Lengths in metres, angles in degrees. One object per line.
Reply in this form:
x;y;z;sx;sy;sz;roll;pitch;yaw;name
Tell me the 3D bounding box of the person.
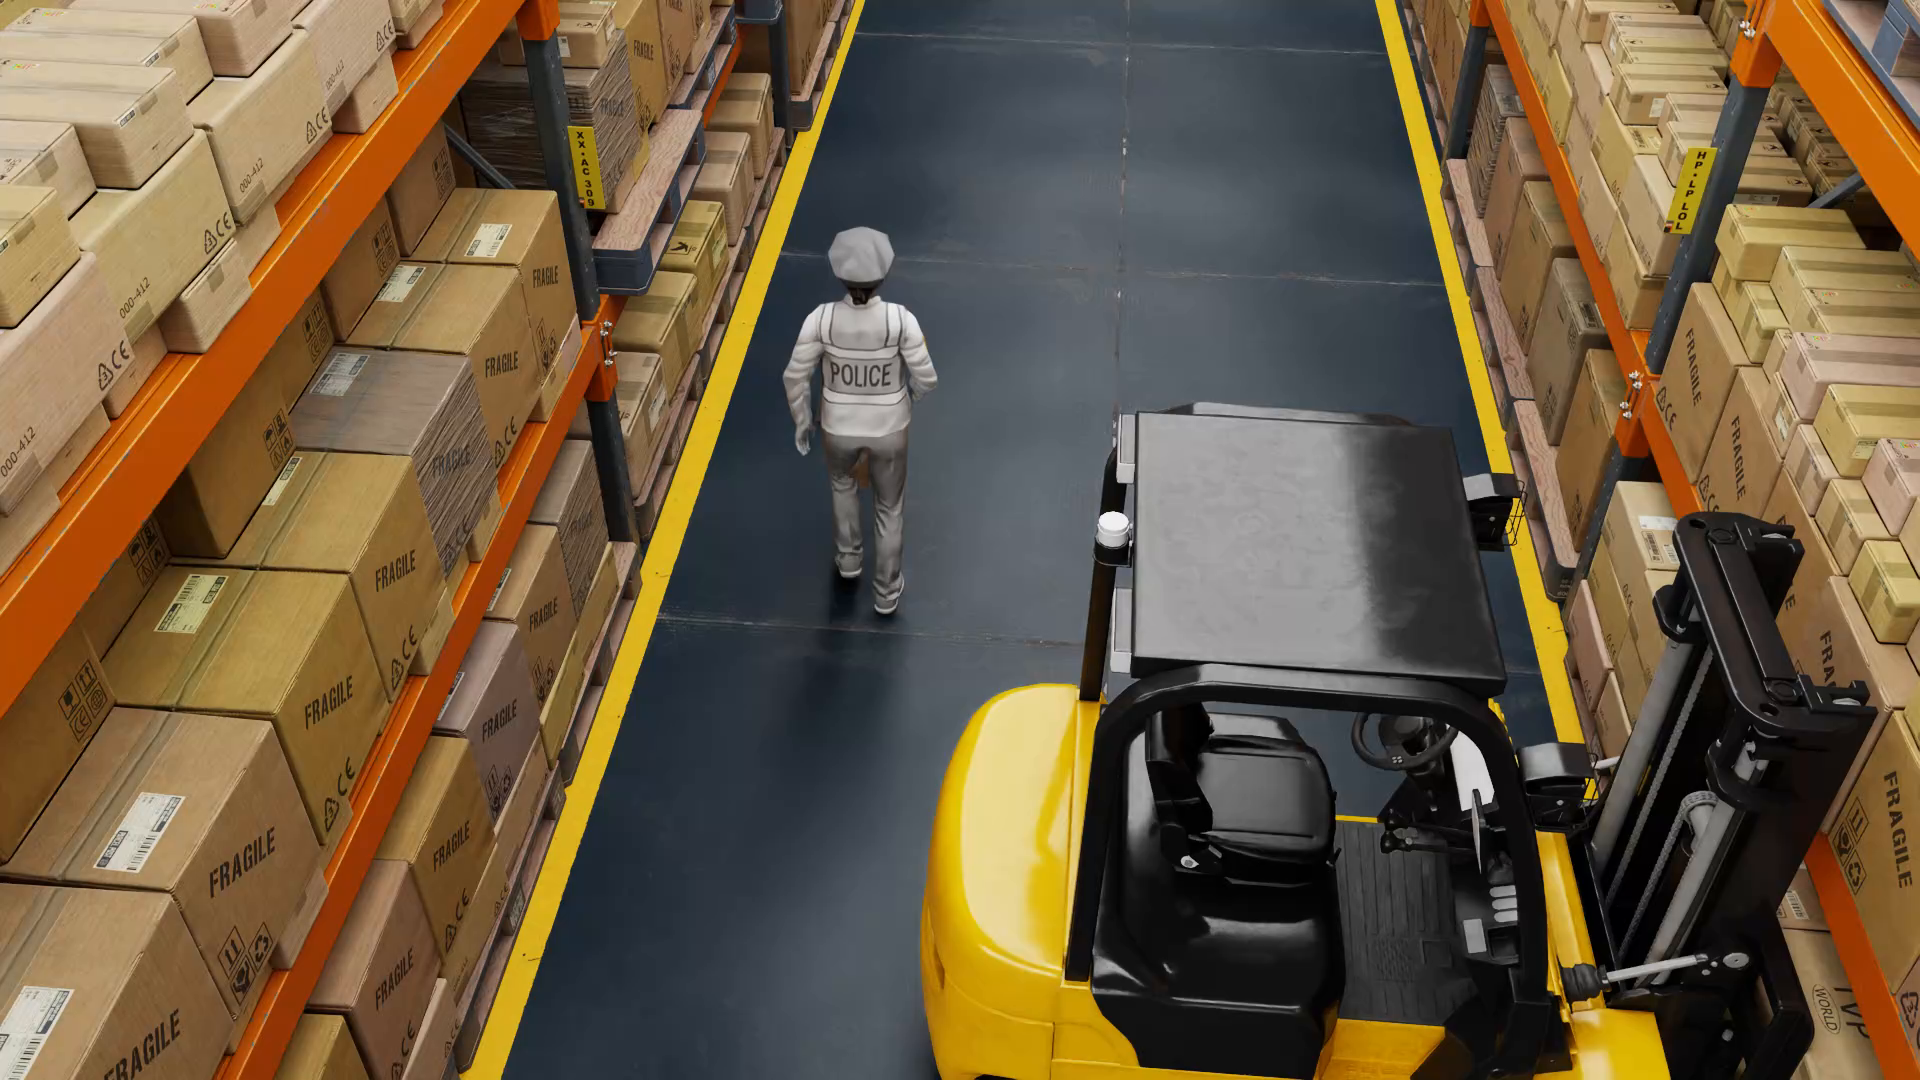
-0.387;-0.482;6.717;0.606;1.670;0.523;2;40;3;person
